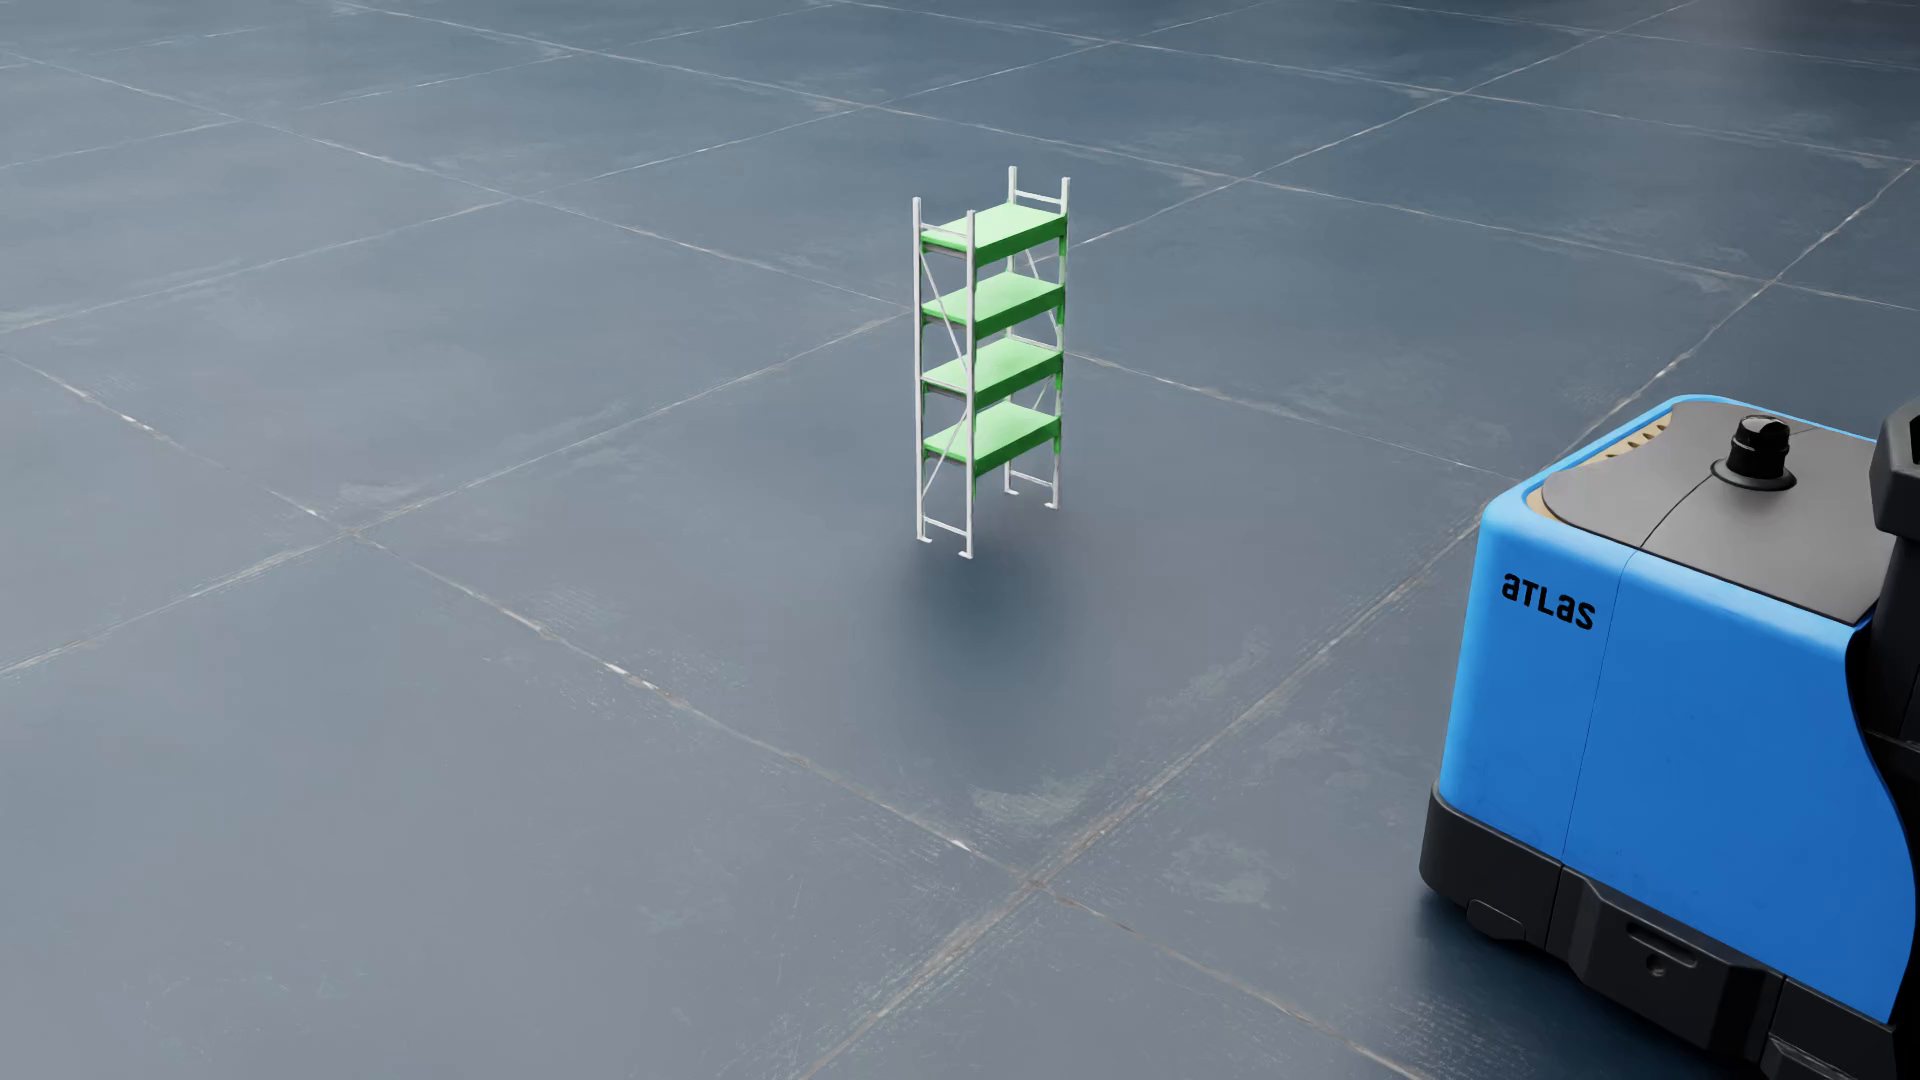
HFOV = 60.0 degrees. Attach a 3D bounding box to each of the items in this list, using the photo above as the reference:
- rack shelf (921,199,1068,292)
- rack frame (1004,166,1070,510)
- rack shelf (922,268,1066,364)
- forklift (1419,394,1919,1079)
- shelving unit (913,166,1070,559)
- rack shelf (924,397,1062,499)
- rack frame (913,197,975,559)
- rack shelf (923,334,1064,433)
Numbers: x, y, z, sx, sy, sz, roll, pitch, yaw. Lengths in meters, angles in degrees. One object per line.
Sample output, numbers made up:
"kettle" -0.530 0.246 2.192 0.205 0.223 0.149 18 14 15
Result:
"rack shelf" 0.105 -0.961 5.397 0.258 0.148 0.480 21 34 34
"rack frame" 0.260 -0.678 5.755 0.240 1.200 0.015 21 34 34
"rack shelf" 0.105 -0.748 5.507 0.258 0.148 0.480 21 34 34
"forklift" 2.491 -0.088 2.730 1.130 2.935 3.031 -23 35 -38
"shelving unit" 0.105 -0.592 5.588 0.258 1.200 0.503 21 34 34
"rack shelf" 0.105 -0.322 5.727 0.258 0.148 0.480 21 34 34
"rack frame" -0.050 -0.505 5.421 0.240 1.200 0.015 21 34 34
"rack shelf" 0.105 -0.535 5.617 0.258 0.148 0.480 21 34 34
